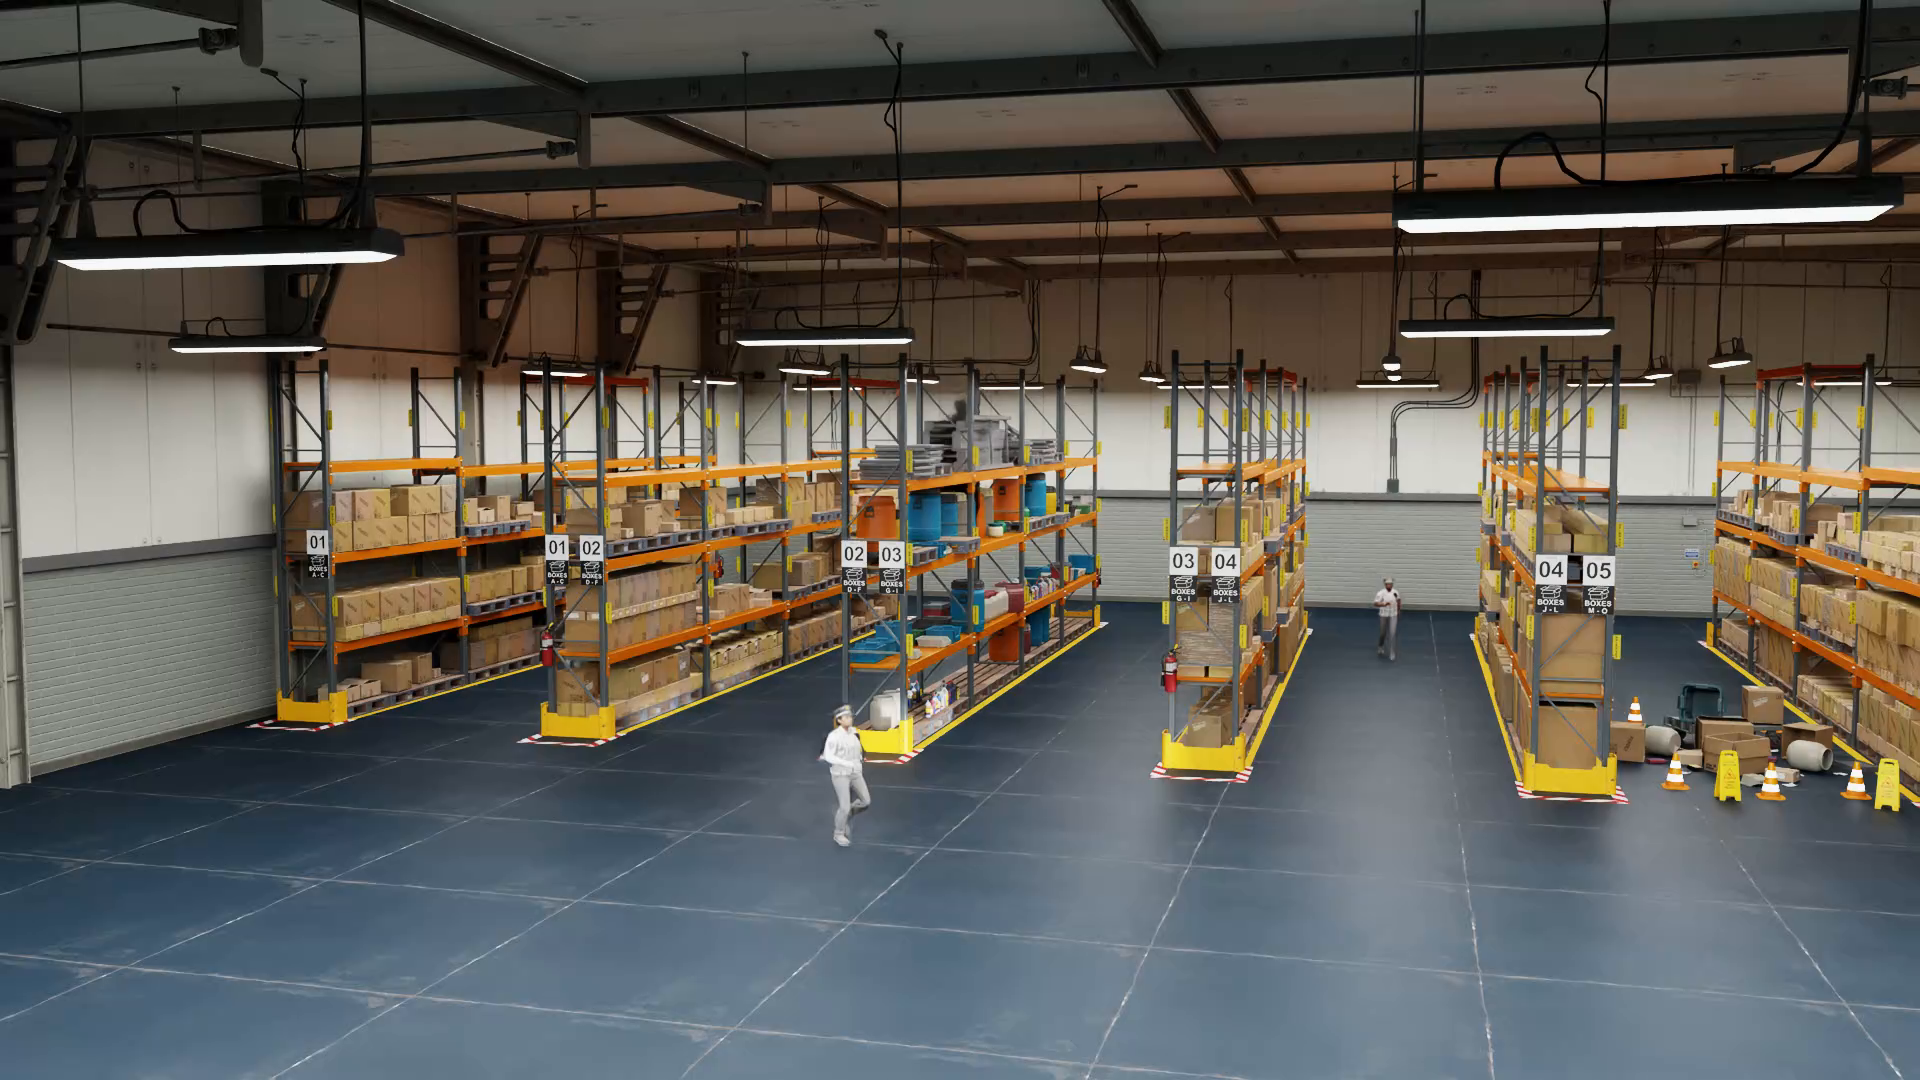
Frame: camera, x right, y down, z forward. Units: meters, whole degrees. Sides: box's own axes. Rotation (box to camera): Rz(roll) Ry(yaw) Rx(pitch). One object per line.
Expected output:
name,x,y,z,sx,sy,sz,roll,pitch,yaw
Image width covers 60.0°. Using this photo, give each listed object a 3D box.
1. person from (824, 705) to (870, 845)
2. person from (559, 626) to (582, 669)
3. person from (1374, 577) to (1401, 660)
person,-1.298,2.762,19.566,0.514,1.667,0.667,4,6,42
person,-7.050,2.042,30.384,0.537,1.549,0.586,1,4,12
person,9.005,1.619,35.015,0.604,1.698,0.900,0,4,2
